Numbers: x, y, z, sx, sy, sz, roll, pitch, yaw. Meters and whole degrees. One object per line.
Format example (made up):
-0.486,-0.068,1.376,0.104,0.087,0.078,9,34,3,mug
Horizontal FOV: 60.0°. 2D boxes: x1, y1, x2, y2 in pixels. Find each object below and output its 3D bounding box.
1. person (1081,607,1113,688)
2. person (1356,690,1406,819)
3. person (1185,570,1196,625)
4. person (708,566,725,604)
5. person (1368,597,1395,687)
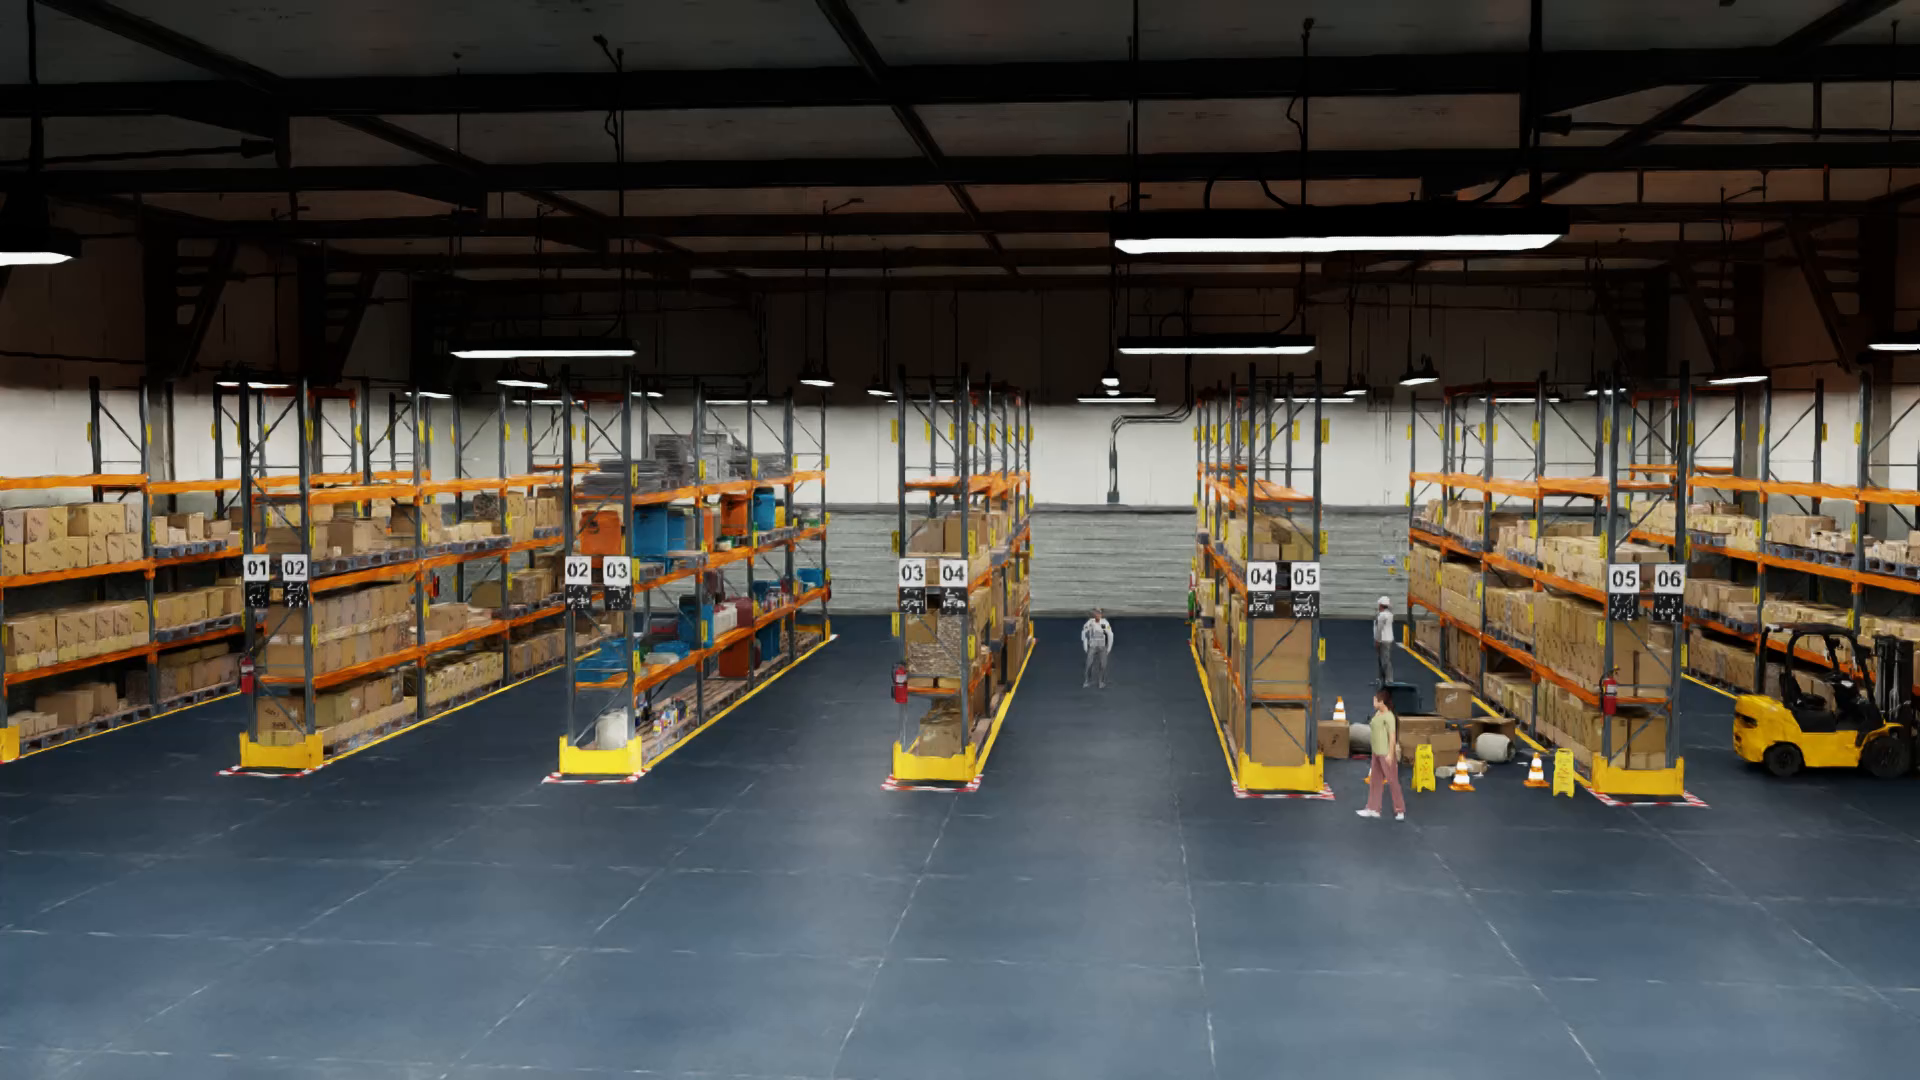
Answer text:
2.696,2.097,32.695,0.639,1.632,0.506,0,4,3,person
5.525,2.783,21.627,0.542,1.674,0.571,-1,4,-12,person
6.254,1.345,43.634,0.593,1.733,0.988,2,4,26,person
-6.495,1.341,43.308,0.784,1.769,0.525,-3,5,-36,person
8.337,1.997,32.844,0.581,1.768,0.641,2,4,30,person
